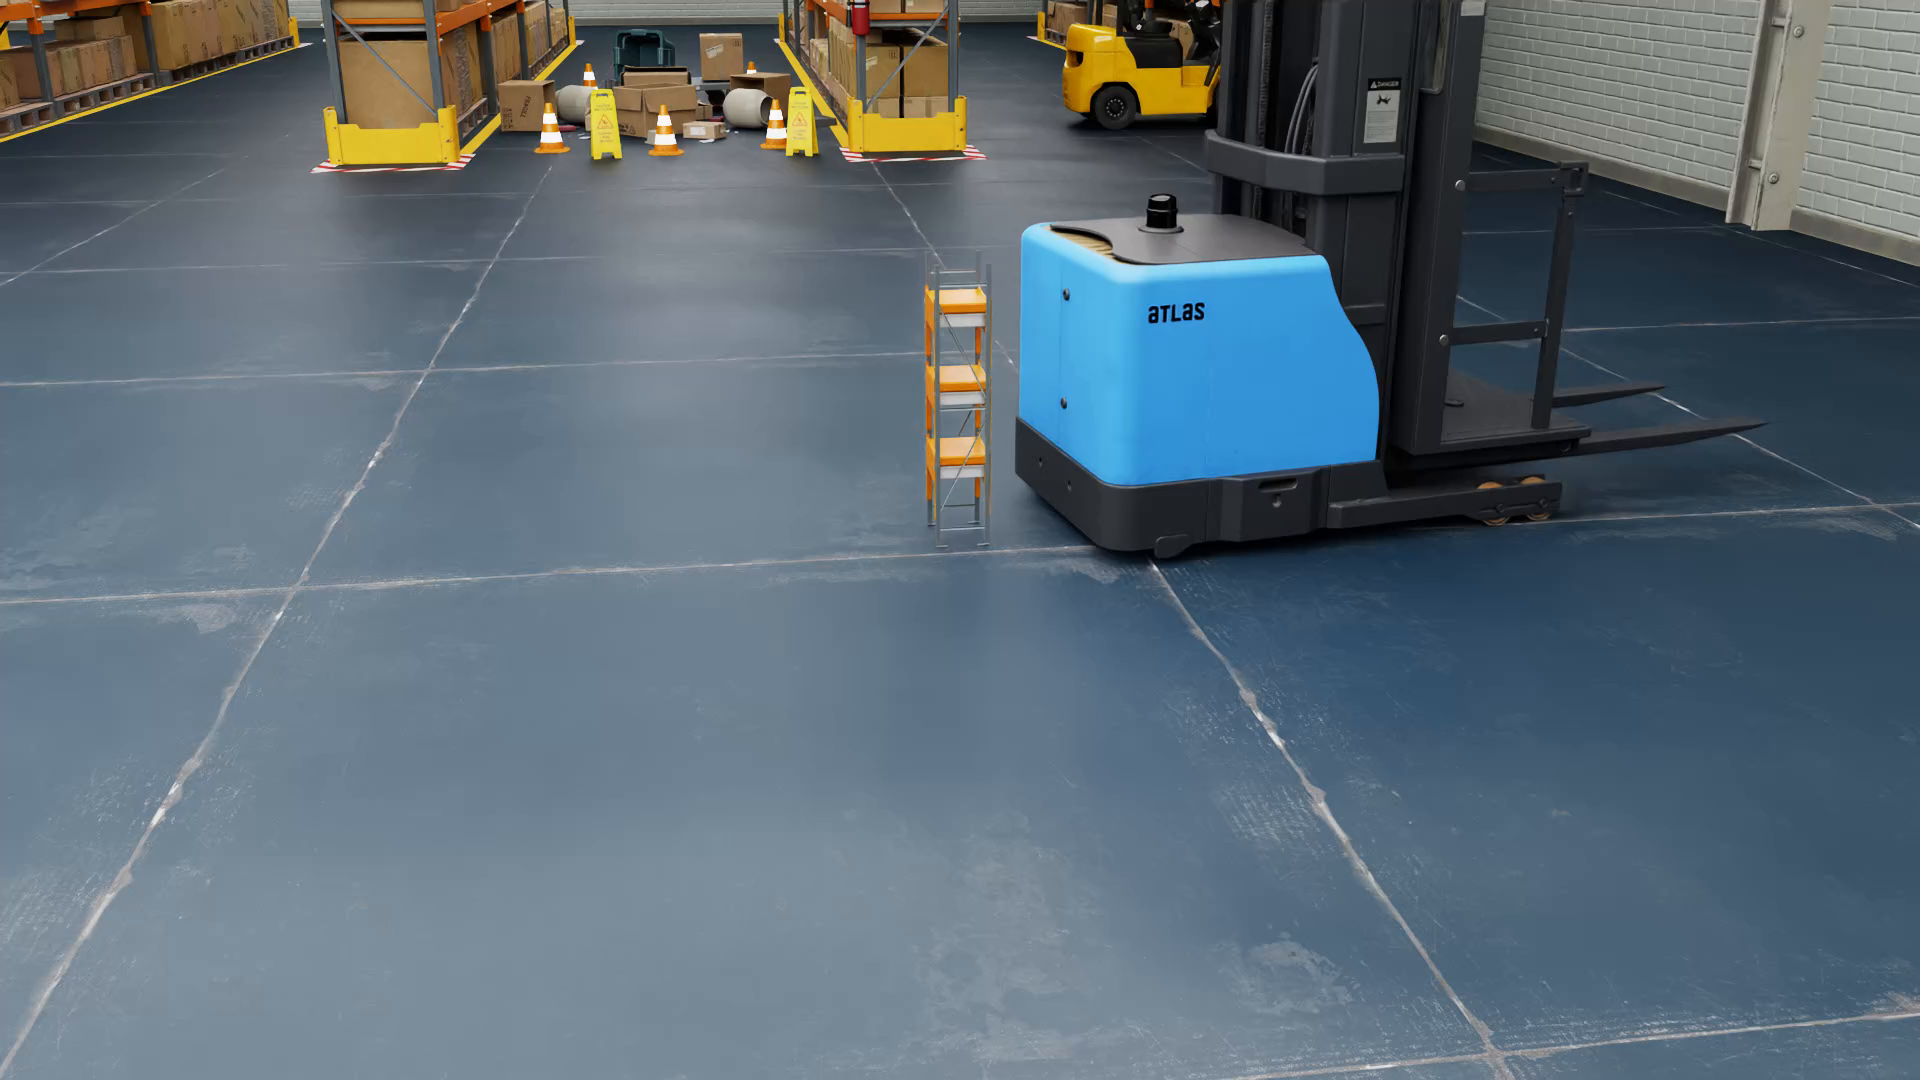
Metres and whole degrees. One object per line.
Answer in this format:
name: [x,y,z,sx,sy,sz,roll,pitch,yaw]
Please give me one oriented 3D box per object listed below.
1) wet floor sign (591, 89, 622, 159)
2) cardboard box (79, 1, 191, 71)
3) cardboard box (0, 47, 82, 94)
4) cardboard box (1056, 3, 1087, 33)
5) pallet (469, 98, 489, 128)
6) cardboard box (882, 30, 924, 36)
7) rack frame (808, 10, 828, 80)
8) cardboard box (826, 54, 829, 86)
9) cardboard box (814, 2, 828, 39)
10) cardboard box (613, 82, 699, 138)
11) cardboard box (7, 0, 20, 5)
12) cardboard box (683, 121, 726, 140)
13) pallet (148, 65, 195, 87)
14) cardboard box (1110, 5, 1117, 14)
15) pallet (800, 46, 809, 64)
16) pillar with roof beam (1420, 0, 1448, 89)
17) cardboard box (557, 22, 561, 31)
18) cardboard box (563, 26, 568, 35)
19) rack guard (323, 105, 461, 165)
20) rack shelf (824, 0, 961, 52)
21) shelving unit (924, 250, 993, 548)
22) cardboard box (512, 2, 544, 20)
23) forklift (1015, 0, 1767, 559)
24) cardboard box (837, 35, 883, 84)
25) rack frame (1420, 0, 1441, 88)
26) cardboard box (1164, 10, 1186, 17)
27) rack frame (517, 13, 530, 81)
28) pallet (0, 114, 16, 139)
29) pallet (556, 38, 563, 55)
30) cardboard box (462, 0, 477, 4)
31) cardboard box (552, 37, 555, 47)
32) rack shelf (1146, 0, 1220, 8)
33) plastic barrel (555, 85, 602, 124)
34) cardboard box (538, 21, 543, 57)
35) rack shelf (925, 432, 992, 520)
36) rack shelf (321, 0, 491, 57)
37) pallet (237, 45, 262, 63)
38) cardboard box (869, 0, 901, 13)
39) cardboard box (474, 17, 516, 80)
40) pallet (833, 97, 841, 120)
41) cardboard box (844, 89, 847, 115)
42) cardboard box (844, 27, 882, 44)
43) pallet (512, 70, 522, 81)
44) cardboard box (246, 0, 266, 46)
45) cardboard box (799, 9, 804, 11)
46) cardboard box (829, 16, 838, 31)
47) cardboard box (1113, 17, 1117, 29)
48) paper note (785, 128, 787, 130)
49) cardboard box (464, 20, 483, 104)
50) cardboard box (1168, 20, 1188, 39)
wet floor sign: [-3.442,-4.029,16.082,0.267,0.644,0.232,-7,21,-17]
cardboard box: [-11.560,-7.038,23.210,1.225,0.875,0.875,-4,21,-10]
cardboard box: [-11.022,-5.627,19.939,0.700,0.500,0.500,-3,21,-8]
cardboard box: [2.163,-9.630,30.684,0.700,0.500,0.500,-2,21,-6]
pallet: [-5.950,-4.854,18.910,1.003,0.211,1.213,-3,21,-8]
cardboard box: [-0.672,-5.605,19.193,0.500,0.500,0.500,-3,21,-7]
rack frame: [-1.675,-8.097,23.608,1.000,3.000,0.127,-3,21,-8]
cardboard box: [-1.176,-5.859,20.772,0.950,0.372,0.625,-3,21,-7]
cardboard box: [-1.692,-7.542,24.557,0.875,0.875,0.875,-3,21,-8]
cardboard box: [-3.280,-4.638,17.915,0.637,0.503,0.797,17,27,39]
cardboard box: [-10.556,-5.948,18.213,0.380,0.149,0.250,-3,21,-8]
cardboard box: [-2.709,-4.343,17.632,0.380,0.149,0.250,8,22,20]
pallet: [-11.520,-6.567,23.498,1.003,0.211,1.213,-3,21,-8]
cardboard box: [2.666,-8.651,27.136,0.380,0.149,0.250,-3,21,-9]
pallet: [-2.065,-7.912,27.098,1.003,0.211,1.213,-3,21,-8]
pillar with roof beam: [0.921,-8.458,16.002,9.100,9.000,0.400,-3,21,-8]
cardboard box: [-7.103,-8.872,28.733,0.380,0.149,0.250,-3,21,-7]
cardboard box: [-7.292,-9.188,30.002,0.380,0.149,0.250,-2,21,-6]
rack guard: [-5.402,-3.863,15.845,1.175,0.500,0.348,-3,21,-8]
rack shelf: [-0.810,-5.682,18.171,1.077,0.370,4.000,-3,21,-8]
shelving unit: [-0.008,-0.510,6.082,0.215,1.050,0.252,-3,21,-8]
cardboard box: [-6.717,-8.150,25.652,0.500,0.250,0.500,-2,21,-5]
forklift: [1.798,-1.594,6.296,3.031,2.935,1.130,-7,21,-17]
cardboard box: [-1.118,-5.390,18.617,0.500,0.500,0.500,-2,21,-5]
rack frame: [4.390,-5.579,16.865,1.000,3.000,0.127,-3,21,-8]
cardboard box: [3.343,-8.050,25.527,0.380,0.149,0.250,-3,21,-7]
rack frame: [-6.558,-7.812,22.846,1.000,3.000,0.127,-3,21,-8]
pallet: [-10.594,-4.252,17.298,1.003,0.211,1.213,-3,21,-8]
pallet: [-7.446,-8.545,28.793,1.003,0.211,1.213,-3,21,-8]
cardboard box: [-5.815,-6.181,18.264,0.875,0.550,0.550,-3,21,-8]
cardboard box: [-6.870,-8.201,27.360,0.380,0.149,0.250,-4,21,-10]
rack shelf: [3.525,-7.319,22.553,1.077,0.370,4.000,-3,21,-8]
plastic barrel: [-4.300,-4.905,18.744,0.512,0.421,0.421,12,24,30]
cardboard box: [-6.636,-7.624,25.314,0.500,0.500,0.500,-3,21,-9]
rack shelf: [-0.008,-0.240,6.183,0.215,0.259,0.240,-3,21,-8]
rack shelf: [-5.693,-5.398,17.409,1.077,0.370,4.000,-3,21,-8]
pallet: [-12.090,-7.943,27.181,1.003,0.211,1.213,-3,21,-8]
cardboard box: [-0.787,-5.328,16.553,0.380,0.149,0.250,-2,21,-6]
cardboard box: [-6.430,-6.437,21.779,1.050,0.750,0.750,-3,21,-7]
pallet: [-0.966,-5.175,19.770,1.003,0.211,1.213,-3,21,-8]
cardboard box: [-0.971,-4.682,17.793,0.500,0.250,0.500,-3,21,-8]
cardboard box: [-1.014,-5.279,17.393,0.380,0.149,0.250,-2,21,-6]
pallet: [-6.519,-6.229,22.592,1.003,0.211,1.213,-3,21,-8]
cardboard box: [-12.203,-8.727,27.733,0.875,0.875,0.875,-3,21,-8]
cardboard box: [-2.493,-9.323,29.953,0.875,0.438,0.875,-2,21,-6]
cardboard box: [-1.321,-6.012,19.355,0.380,0.149,0.250,-3,21,-7]
cardboard box: [2.730,-8.044,26.437,0.500,0.500,0.500,-4,21,-10]
paper note: [-1.920,-4.540,18.329,0.142,0.019,0.148,-11,23,-26]
cardboard box: [-5.960,-5.407,18.843,0.875,0.875,0.875,-3,21,-7]
cardboard box: [3.415,-6.990,23.439,0.875,0.625,0.625,-2,21,-6]
